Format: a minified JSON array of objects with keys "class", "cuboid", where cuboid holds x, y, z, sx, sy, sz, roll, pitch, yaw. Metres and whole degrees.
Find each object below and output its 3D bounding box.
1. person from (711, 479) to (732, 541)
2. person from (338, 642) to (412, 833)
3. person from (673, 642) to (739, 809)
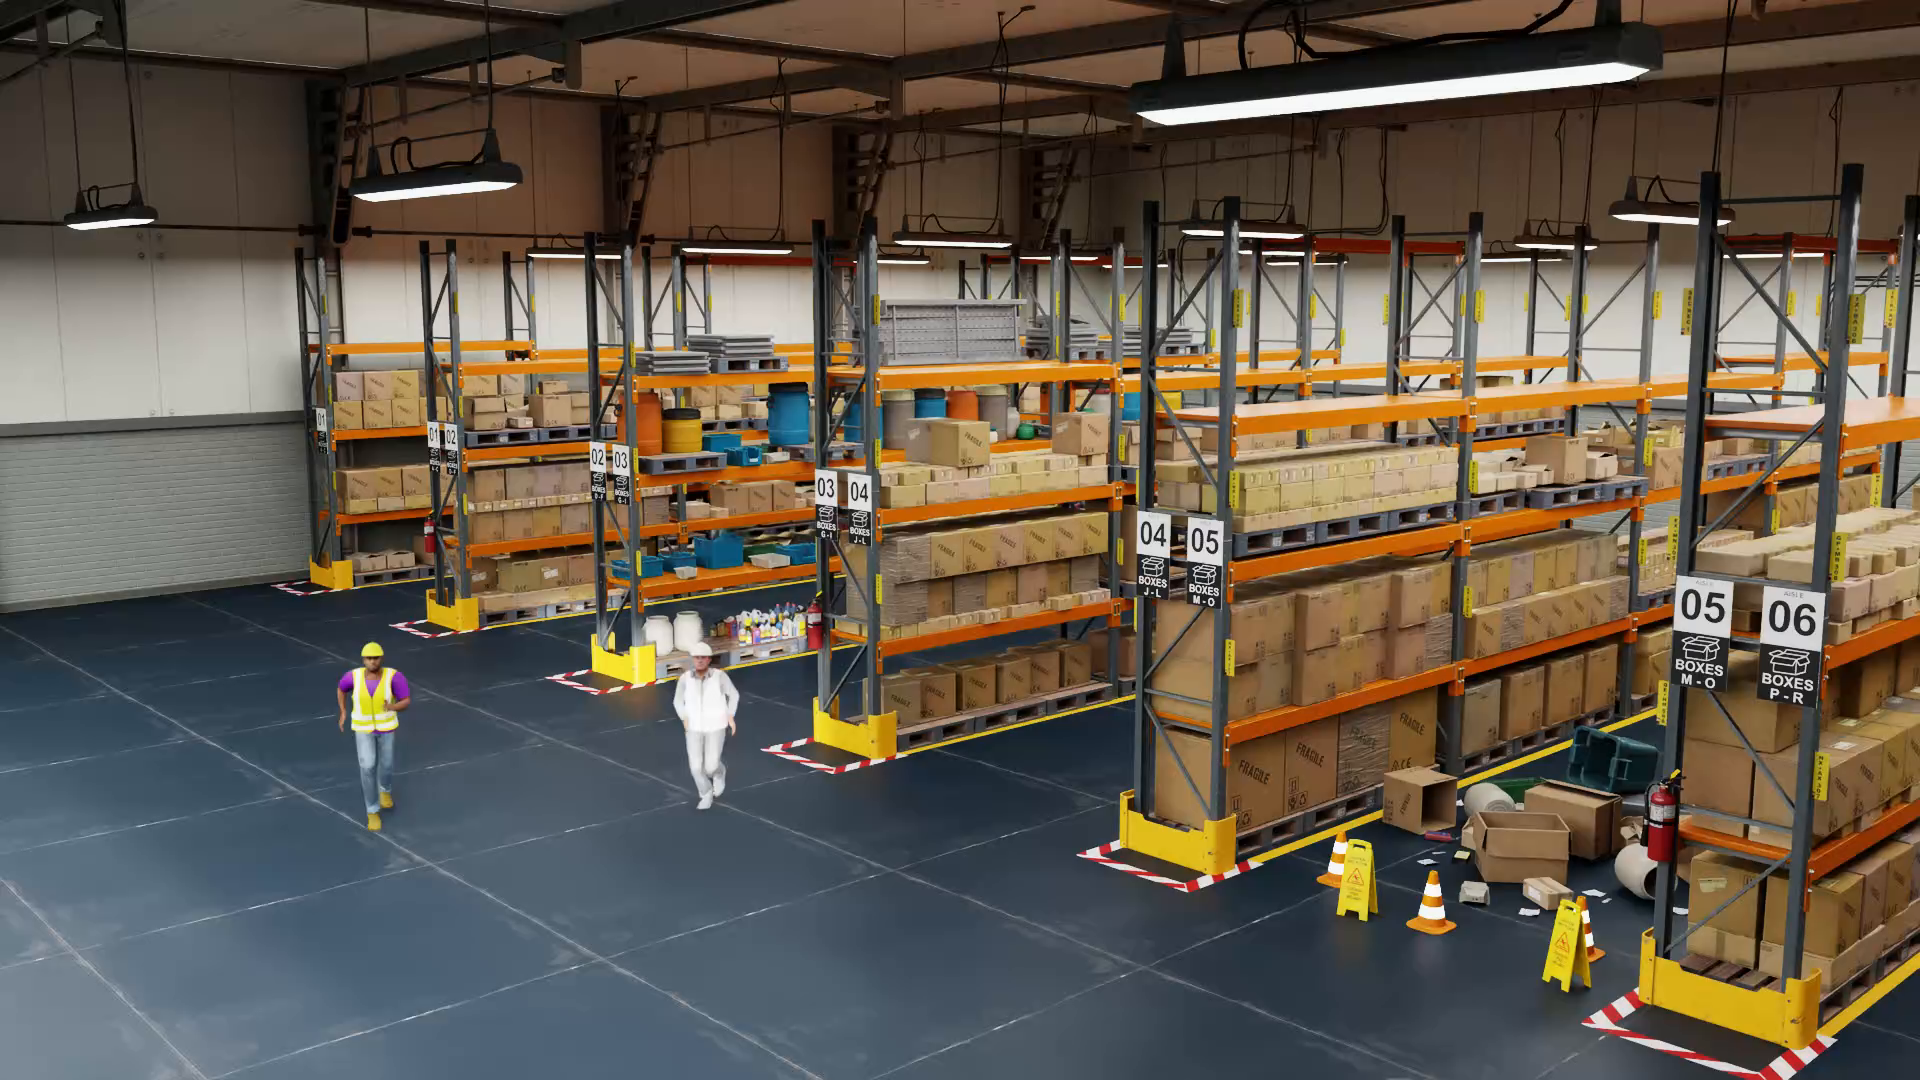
[{"class":"person","cuboid":[-4.526,-0.380,32.027,0.683,1.719,0.575,7,11,42]},{"class":"person","cuboid":[-5.756,1.893,16.398,0.675,1.820,0.874,-3,9,-22]},{"class":"person","cuboid":[-2.563,1.878,16.720,0.646,1.722,0.612,0,8,1]}]
